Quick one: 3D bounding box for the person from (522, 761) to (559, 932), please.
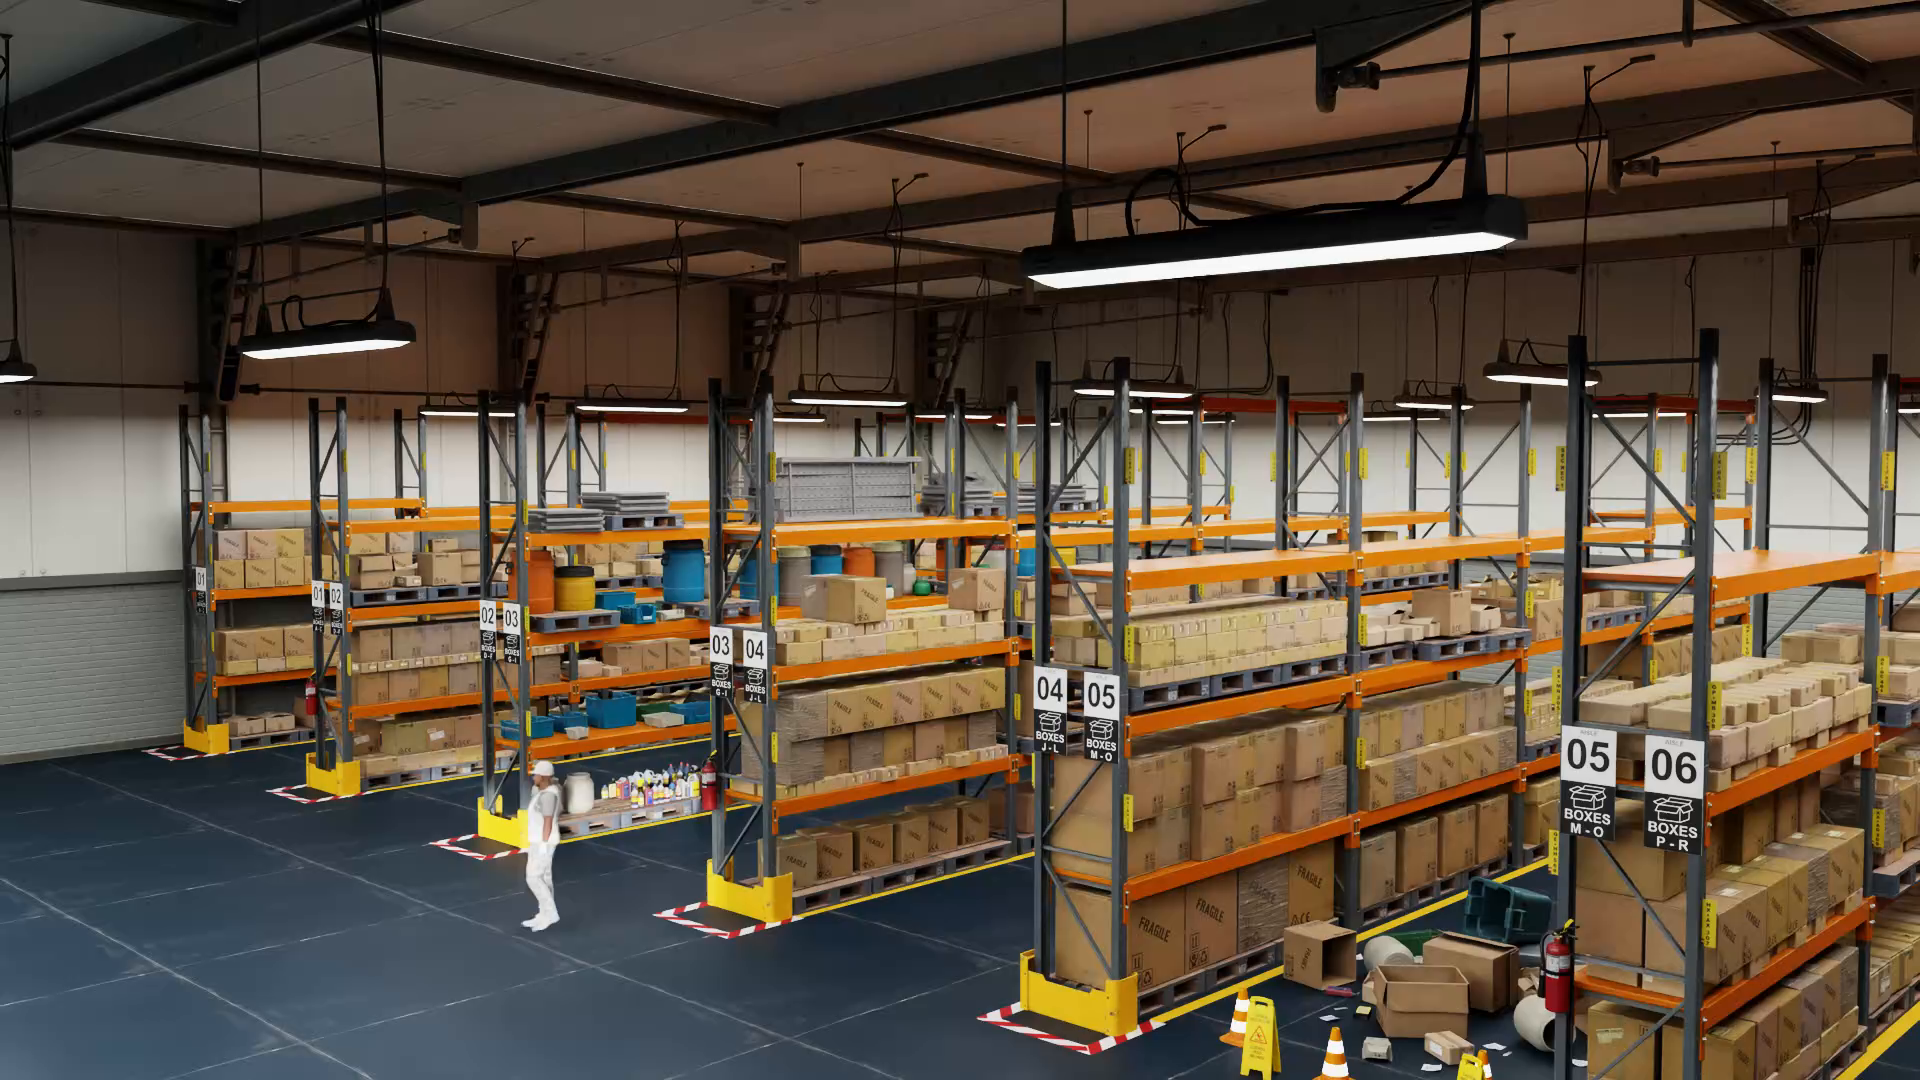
[{"bbox_3d":[-4.572,3.316,18.113,0.408,1.808,0.612,-1,3,-12],"label":"person"}]
